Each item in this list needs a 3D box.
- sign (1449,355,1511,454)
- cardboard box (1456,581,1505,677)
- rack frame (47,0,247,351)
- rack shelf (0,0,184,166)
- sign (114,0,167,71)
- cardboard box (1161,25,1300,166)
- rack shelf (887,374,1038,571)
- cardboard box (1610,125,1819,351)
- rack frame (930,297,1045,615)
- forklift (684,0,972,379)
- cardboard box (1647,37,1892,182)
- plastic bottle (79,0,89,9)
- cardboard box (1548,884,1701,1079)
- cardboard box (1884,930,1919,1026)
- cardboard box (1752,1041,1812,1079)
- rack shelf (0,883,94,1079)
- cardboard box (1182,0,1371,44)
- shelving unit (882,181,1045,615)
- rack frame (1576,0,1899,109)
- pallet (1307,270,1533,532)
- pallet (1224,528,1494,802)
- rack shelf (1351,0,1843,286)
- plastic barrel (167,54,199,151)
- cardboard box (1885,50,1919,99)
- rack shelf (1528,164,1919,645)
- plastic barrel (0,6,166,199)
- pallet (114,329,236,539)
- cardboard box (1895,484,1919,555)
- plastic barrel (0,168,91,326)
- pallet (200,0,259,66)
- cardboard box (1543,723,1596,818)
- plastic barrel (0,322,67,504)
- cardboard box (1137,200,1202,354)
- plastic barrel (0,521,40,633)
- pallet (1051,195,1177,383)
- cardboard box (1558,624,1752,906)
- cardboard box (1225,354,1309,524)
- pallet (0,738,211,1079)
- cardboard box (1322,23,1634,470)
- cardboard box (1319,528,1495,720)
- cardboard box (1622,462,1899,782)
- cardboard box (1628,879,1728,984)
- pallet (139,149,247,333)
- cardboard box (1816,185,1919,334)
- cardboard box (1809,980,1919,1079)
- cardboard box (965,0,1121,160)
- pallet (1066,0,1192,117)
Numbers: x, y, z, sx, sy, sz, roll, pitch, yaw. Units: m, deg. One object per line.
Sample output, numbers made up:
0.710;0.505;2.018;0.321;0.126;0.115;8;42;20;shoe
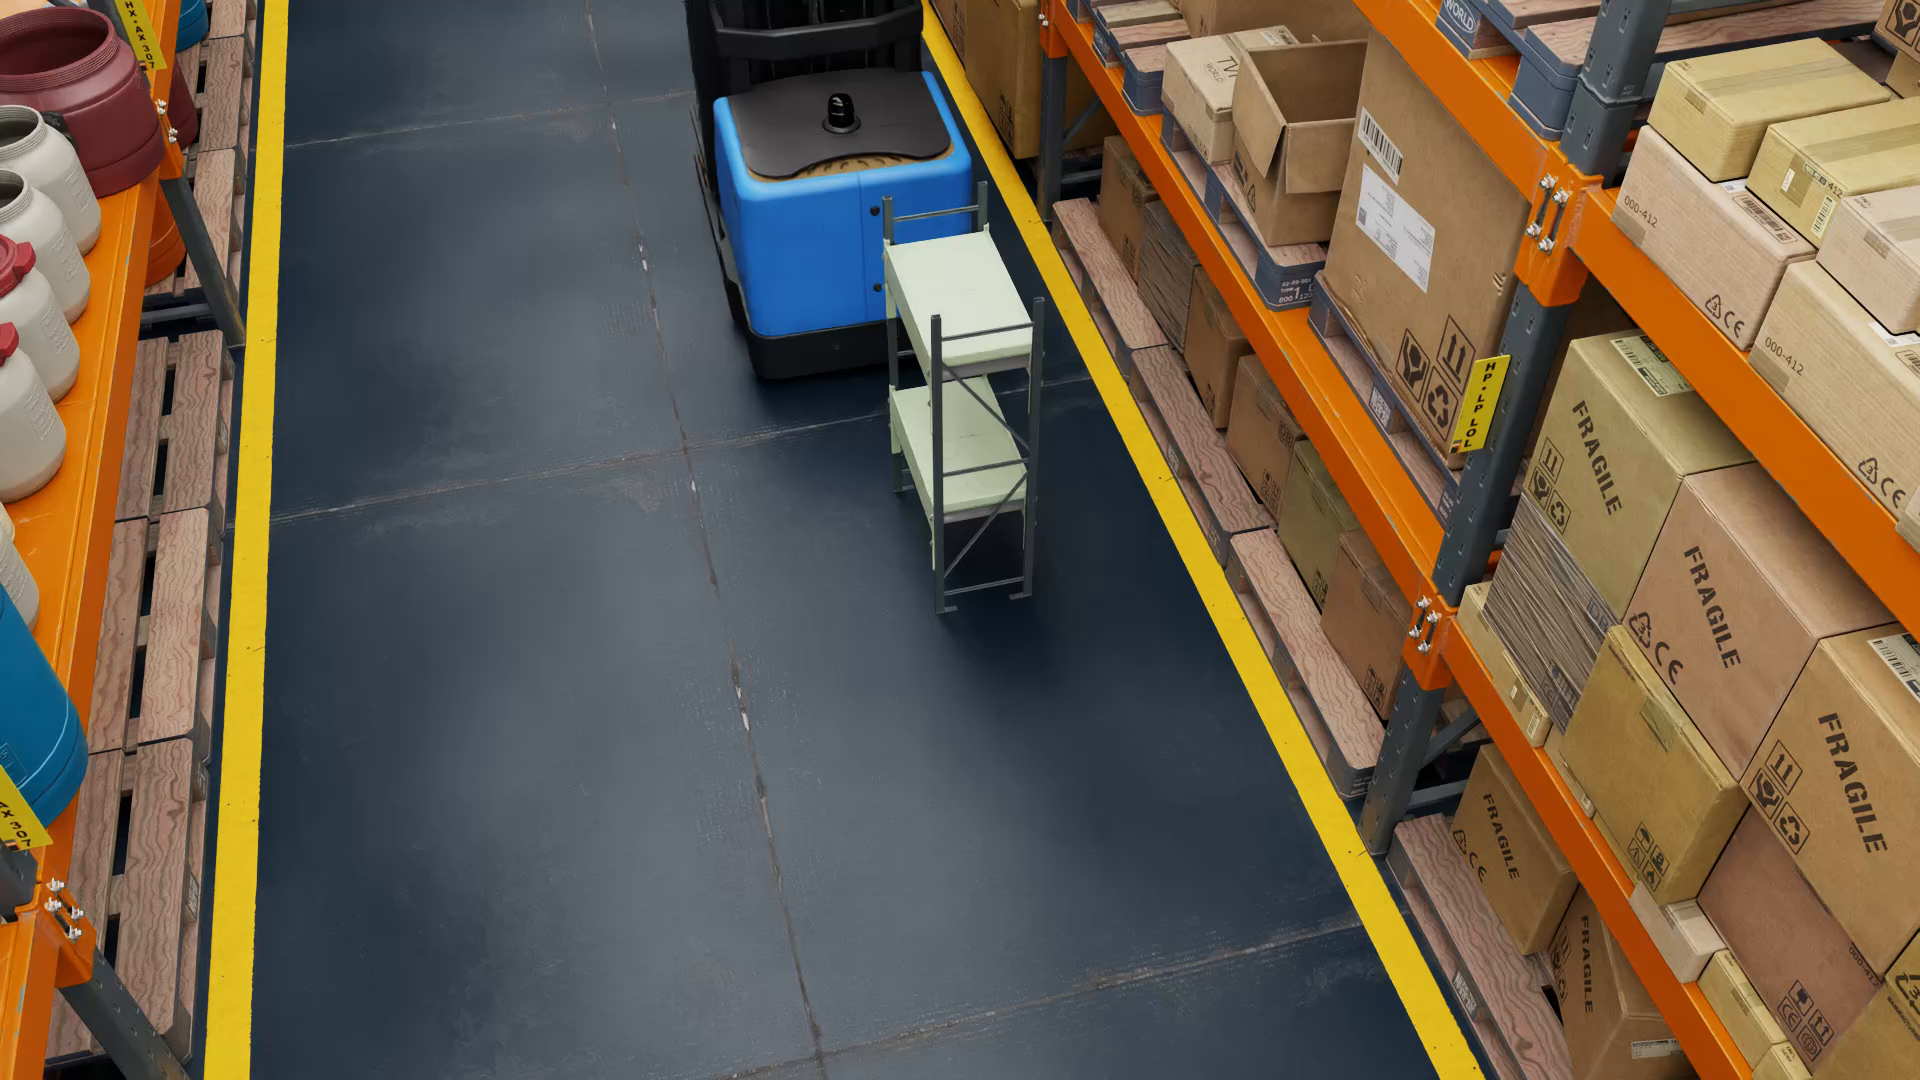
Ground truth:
1.387;-0.359;4.442;0.100;0.325;0.005;-11;47;-10;sign
1.687;0.234;4.847;0.380;0.149;0.250;-11;47;-10;cardboard box
-3.889;-1.914;6.776;1.000;3.000;0.127;-11;47;-10;rack frame
-4.401;-3.043;8.386;1.077;0.370;4.000;-11;47;-10;rack shelf
-3.359;-2.076;6.821;0.100;0.325;0.005;-11;47;-10;sign
1.105;-1.715;6.392;0.500;0.250;0.500;-12;47;-11;cardboard box
0.002;-0.292;6.693;0.431;0.370;0.720;-11;47;-10;rack shelf
1.790;-0.698;3.589;0.500;0.250;0.500;-12;47;-12;cardboard box
0.095;-0.268;6.213;0.400;1.500;0.023;-11;47;-10;rack frame
-0.786;-2.835;7.727;1.130;2.935;3.031;-10;46;-10;forklift
1.708;-0.914;3.522;0.380;0.149;0.250;-12;47;-11;cardboard box
-3.688;-2.228;7.171;0.152;0.276;0.135;-11;47;-10;plastic bottle
2.140;1.348;5.036;0.500;0.500;0.500;3;46;2;cardboard box
2.188;0.844;3.095;0.500;0.500;0.500;-11;47;-10;cardboard box
2.084;1.267;3.835;0.380;0.149;0.250;-11;47;-10;cardboard box
-2.353;2.480;2.973;1.077;0.370;4.000;-11;47;-10;rack shelf
1.315;-2.269;6.760;0.700;0.500;0.500;-4;46;-4;cardboard box
0.002;-0.520;6.461;0.431;1.500;0.755;-11;47;-10;shelving unit
1.923;-2.158;2.814;1.000;3.000;0.127;-11;47;-10;rack frame
1.868;-0.545;5.569;1.003;0.211;1.213;-11;47;-10;pallet
1.722;0.381;6.480;1.003;0.211;1.213;-11;47;-10;pallet
1.411;-2.237;5.496;1.077;0.370;4.000;-11;47;-10;rack shelf
-4.320;-2.331;8.579;0.600;0.588;0.708;-11;47;-10;plastic barrel
2.285;-1.023;3.629;0.380;0.149;0.250;-9;46;-9;cardboard box
2.435;0.525;2.790;1.077;0.370;4.000;-11;47;-10;rack shelf
-3.478;-1.696;6.468;0.600;0.536;0.708;-11;47;-10;plastic barrel
-3.728;-0.396;7.241;1.003;0.211;1.213;-11;47;-10;pallet
2.047;0.012;2.894;0.500;0.250;0.500;-12;47;-12;cardboard box
-3.312;-0.991;5.793;0.421;0.512;0.421;0;46;0;plastic barrel
-4.756;-3.159;9.949;1.003;0.211;1.213;-11;47;-10;pallet
1.829;0.576;4.512;0.380;0.149;0.250;-11;47;-10;cardboard box
-3.086;-0.407;5.204;0.433;0.535;0.433;0;46;0;plastic barrel
1.244;-1.259;7.576;0.700;0.500;0.500;-14;47;-14;cardboard box
-2.898;0.100;4.708;0.433;0.535;0.433;0;46;0;plastic barrel
1.097;-1.304;8.130;1.003;0.211;1.213;-11;47;-10;pallet
2.072;0.477;4.155;0.875;0.500;0.500;-11;47;-10;cardboard box
1.539;-0.484;6.817;0.700;0.500;0.500;-14;47;-14;cardboard box
-3.104;1.289;5.590;1.003;0.211;1.213;-11;47;-10;pallet
1.855;-0.989;5.156;1.000;1.000;1.000;-10;46;-10;cardboard box
1.786;0.235;6.112;0.700;0.500;0.500;-14;47;-13;cardboard box
1.922;0.155;3.770;0.500;0.500;0.500;-11;47;-10;cardboard box
1.927;0.927;4.168;0.380;0.149;0.250;-11;47;-10;cardboard box
-4.131;-1.474;8.298;1.003;0.211;1.213;-11;47;-10;pallet
1.891;-0.551;3.166;0.380;0.149;0.250;-10;46;-10;cardboard box
2.385;1.156;3.489;0.875;0.500;0.500;-11;47;-10;cardboard box
0.742;-2.703;8.743;1.225;0.875;0.875;-13;47;-12;cardboard box
1.184;-2.280;7.269;1.213;0.211;1.003;-11;47;-10;pallet
